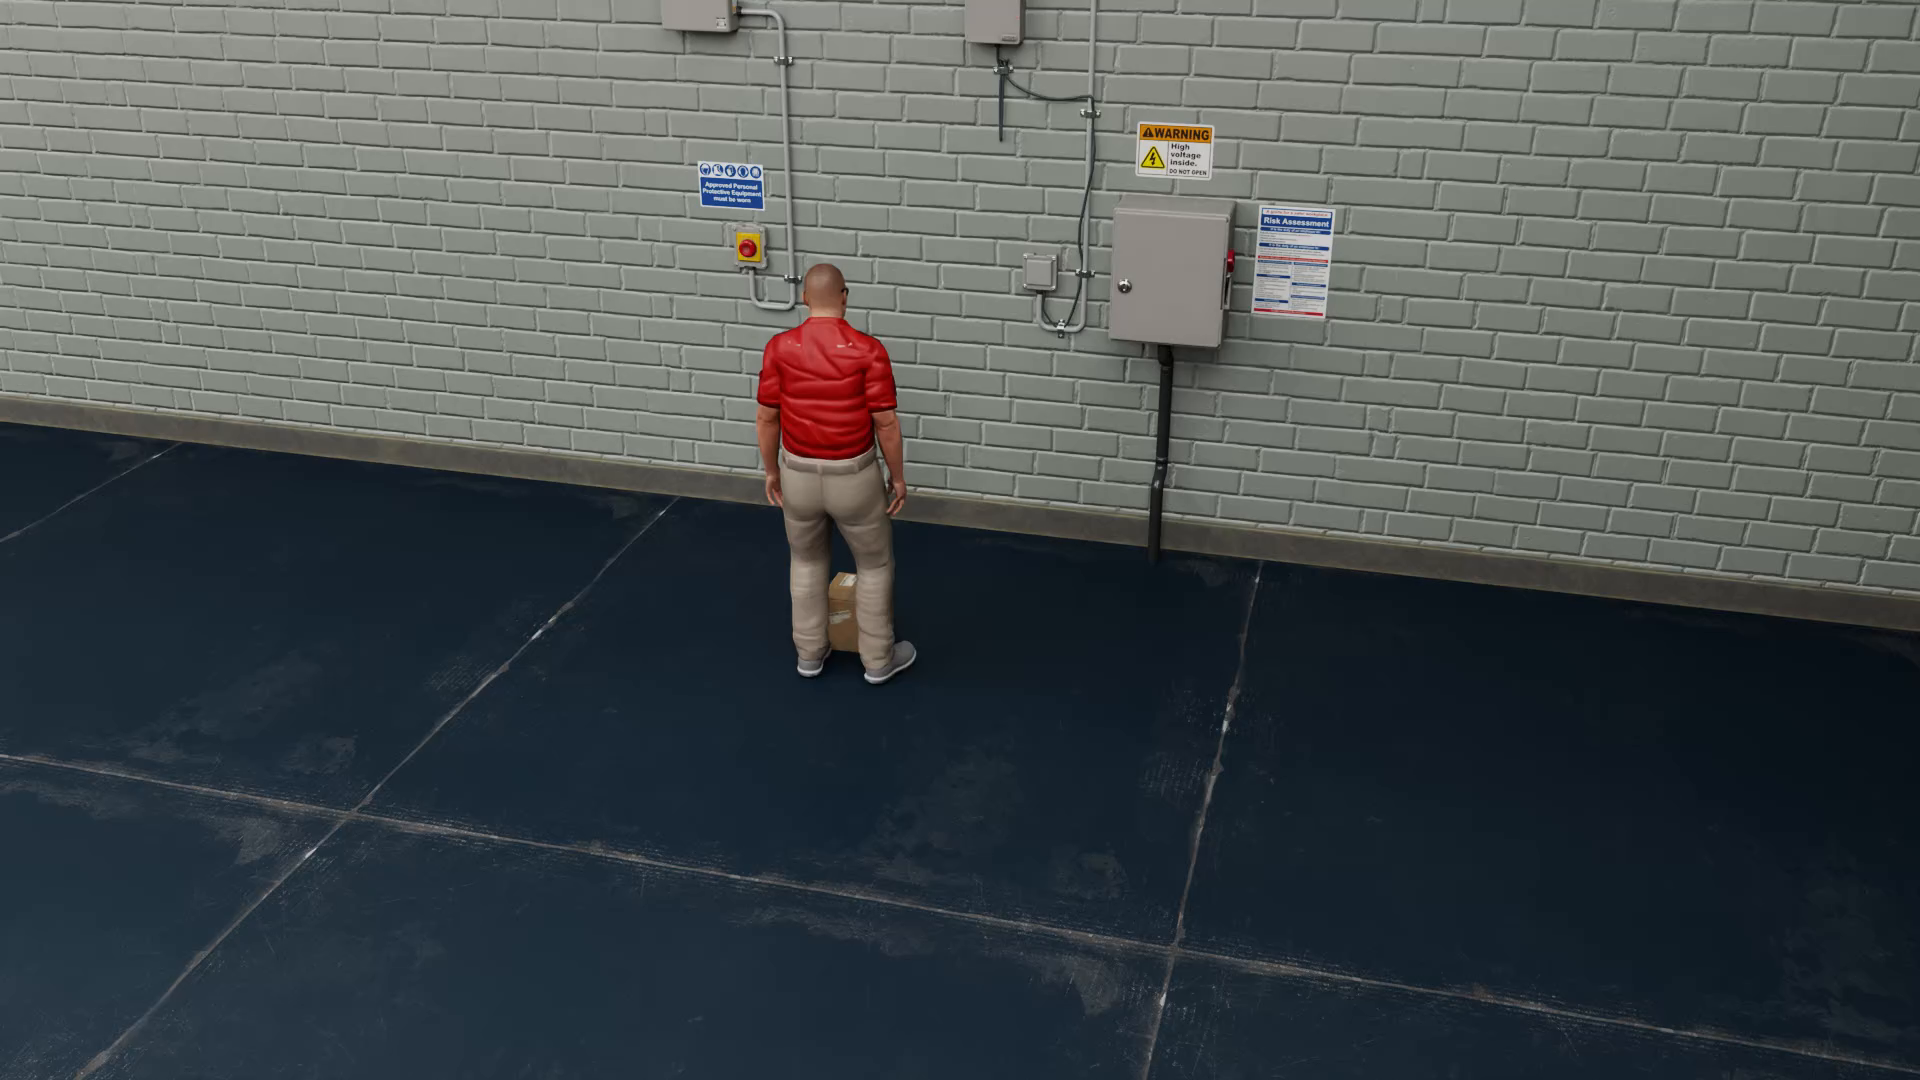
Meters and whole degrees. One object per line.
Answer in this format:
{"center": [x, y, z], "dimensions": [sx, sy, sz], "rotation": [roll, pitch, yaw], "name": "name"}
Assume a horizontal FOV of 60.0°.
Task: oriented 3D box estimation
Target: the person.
{"center": [-0.501, -0.206, 6.668], "dimensions": [0.594, 1.637, 0.393], "rotation": [5, 26, 10], "name": "person"}
